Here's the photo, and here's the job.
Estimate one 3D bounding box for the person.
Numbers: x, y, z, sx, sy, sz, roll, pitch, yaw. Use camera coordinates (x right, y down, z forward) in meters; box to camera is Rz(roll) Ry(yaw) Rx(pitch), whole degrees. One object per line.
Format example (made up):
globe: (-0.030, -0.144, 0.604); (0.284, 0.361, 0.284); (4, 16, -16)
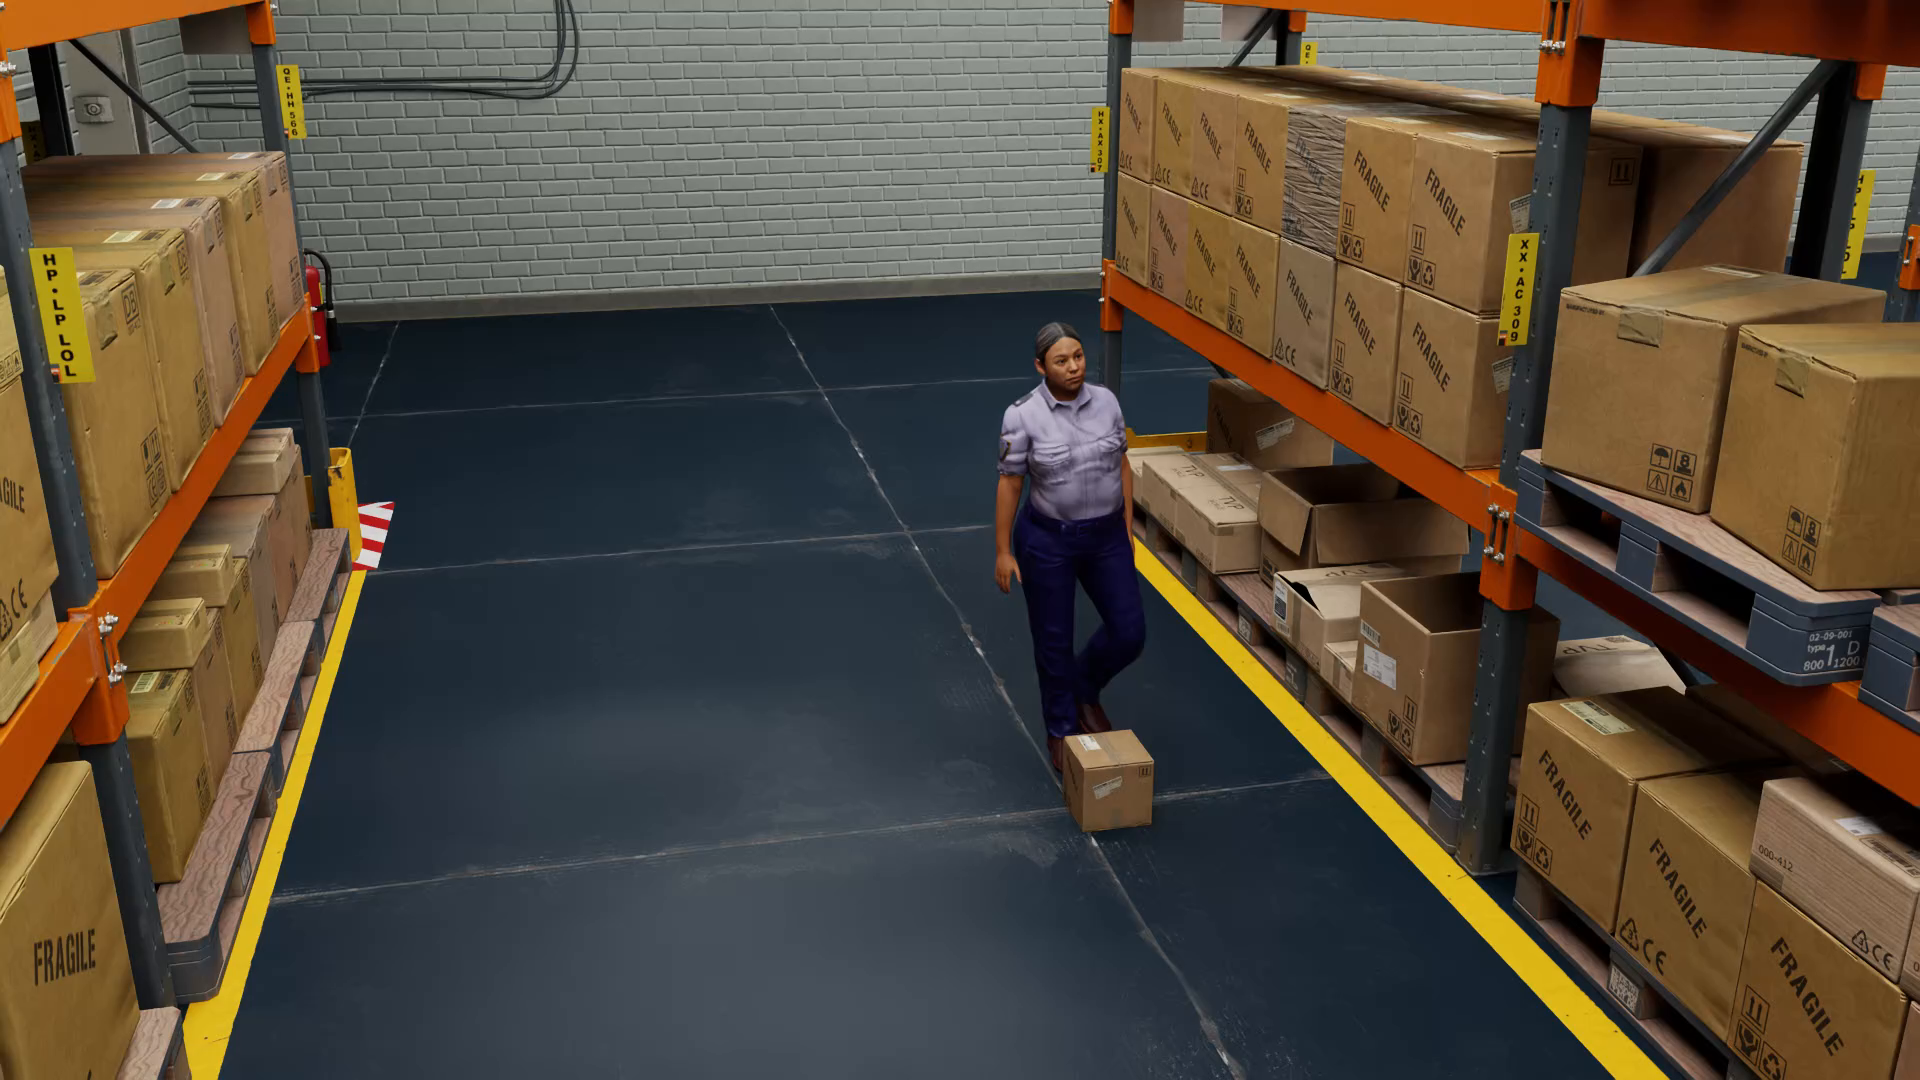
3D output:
person: (0.388, 0.020, 6.031); (0.538, 1.646, 0.461); (-7, 21, -18)
